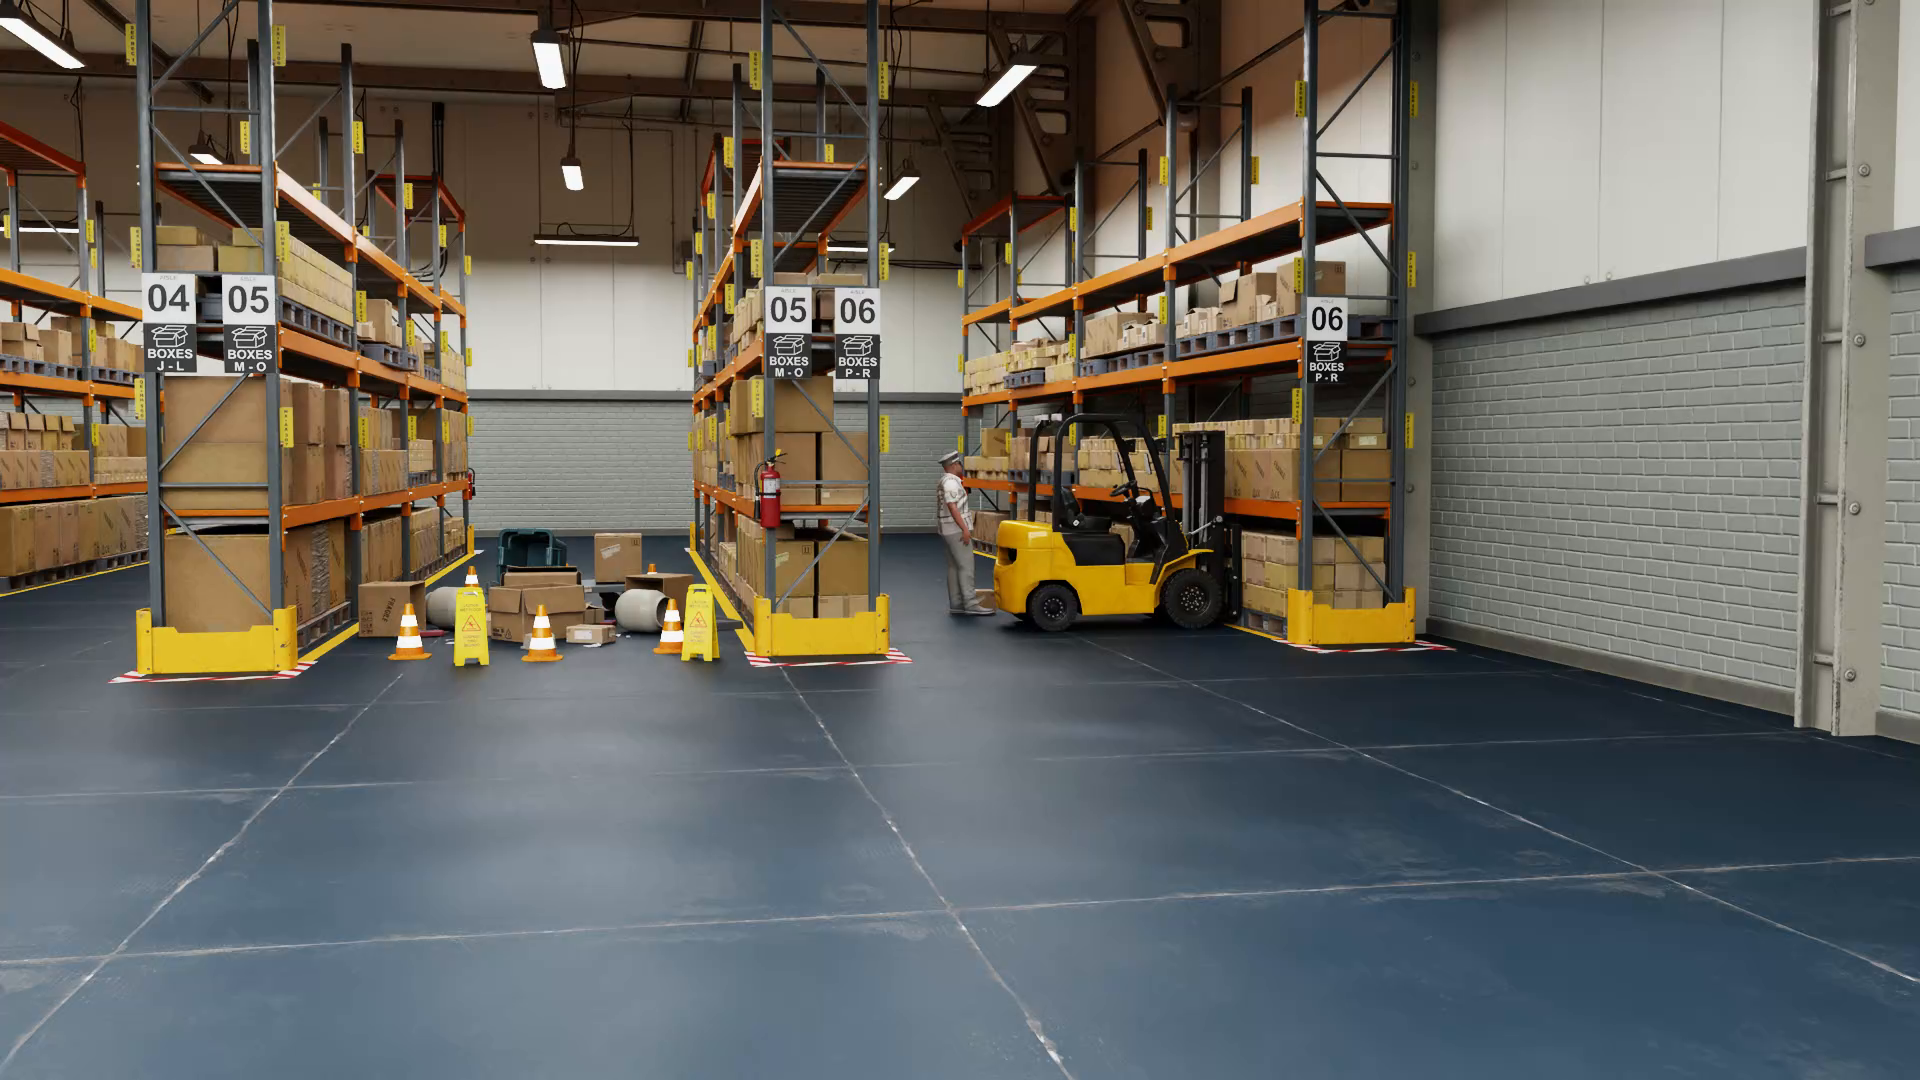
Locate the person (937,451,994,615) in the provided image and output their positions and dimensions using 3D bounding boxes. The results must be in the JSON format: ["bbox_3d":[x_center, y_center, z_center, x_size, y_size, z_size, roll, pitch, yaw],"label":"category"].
[{"bbox_3d":[0.040,-0.088,18.271,0.575,1.781,0.640,-1,3,-11],"label":"person"}]
